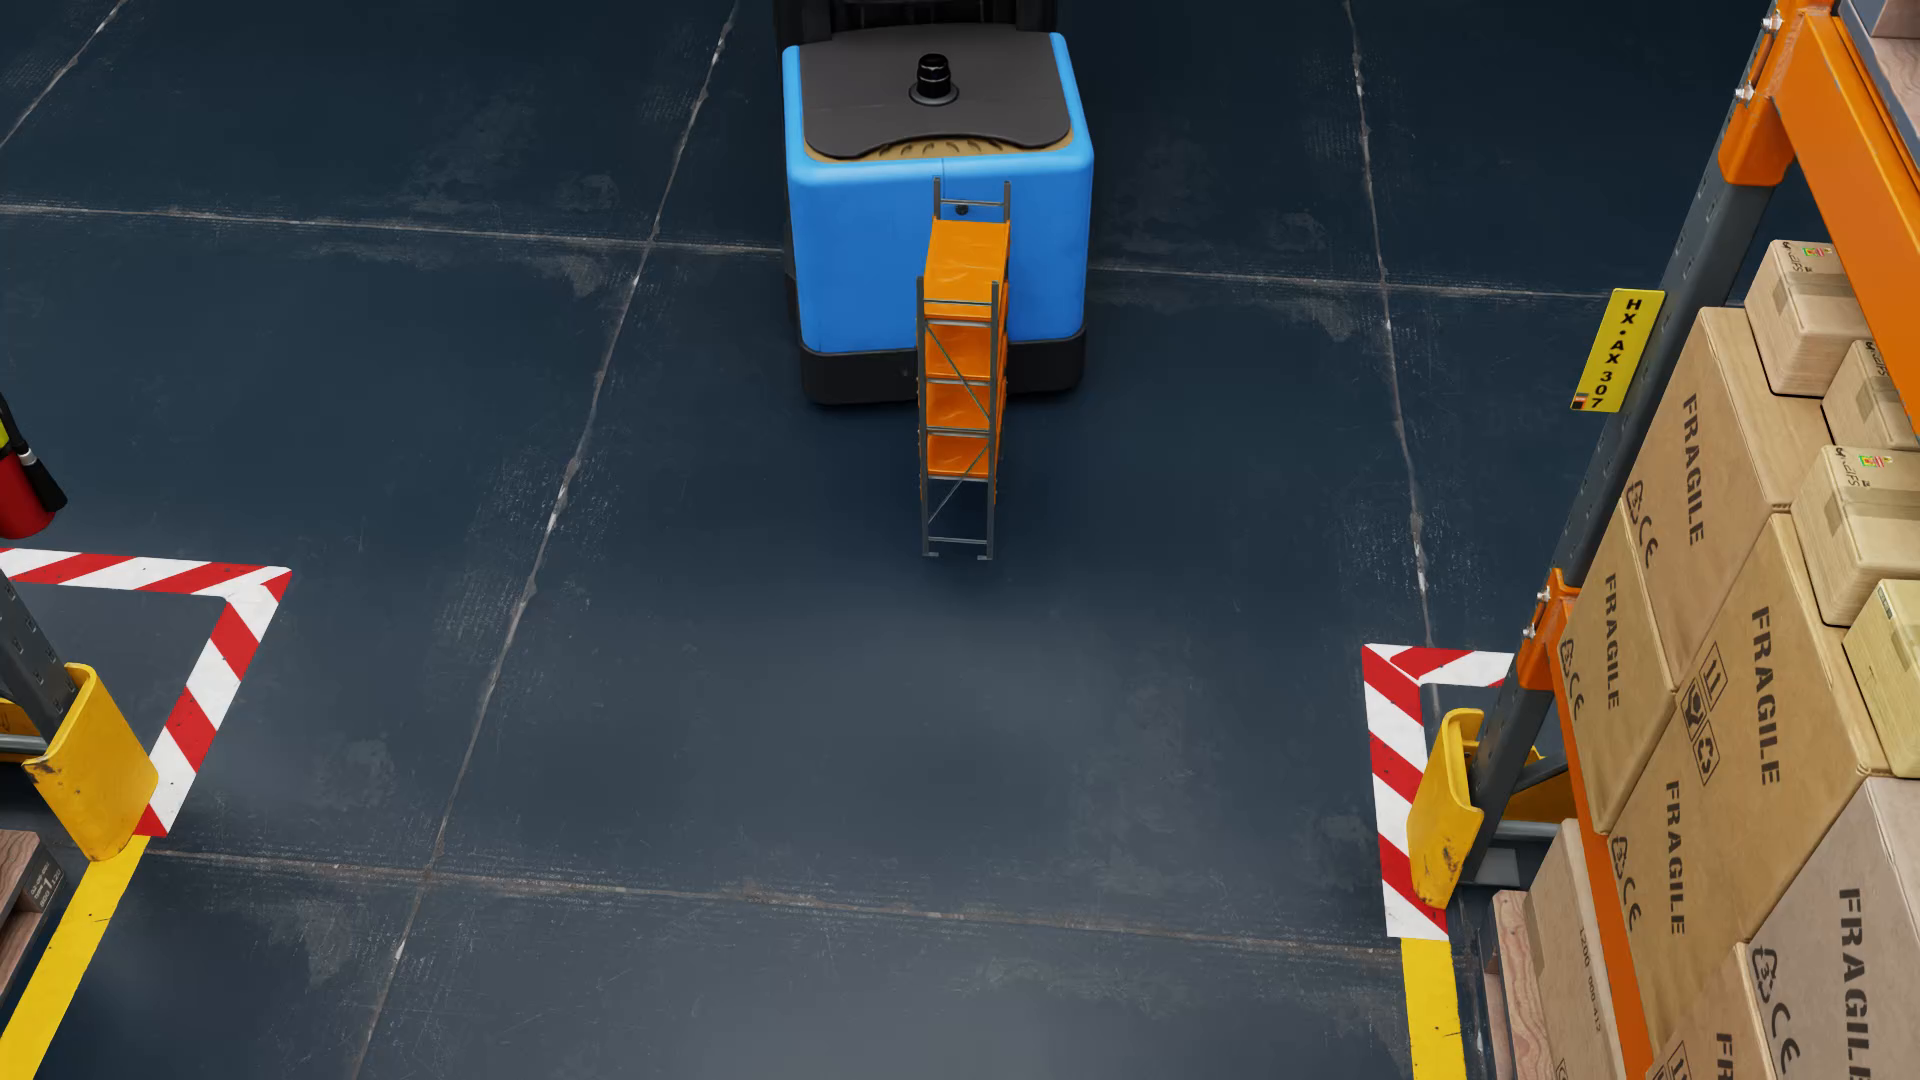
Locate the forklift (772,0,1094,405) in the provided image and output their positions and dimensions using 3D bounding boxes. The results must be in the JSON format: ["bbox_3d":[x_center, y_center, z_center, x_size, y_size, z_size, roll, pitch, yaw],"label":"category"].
[{"bbox_3d":[-0.194,-2.579,6.122,1.130,2.935,3.031,-4,48,-4],"label":"forklift"}]

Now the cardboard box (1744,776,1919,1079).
[{"bbox_3d":[1.499,0.695,2.336,0.500,0.500,0.500,4,48,3],"label":"cardboard box"}]

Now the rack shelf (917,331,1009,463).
[{"bbox_3d":[0.015,-0.481,5.468,0.258,0.148,0.480,4,48,4],"label":"rack shelf"}]

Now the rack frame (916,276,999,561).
[{"bbox_3d":[-0.007,-0.347,5.255,0.240,1.200,0.015,4,48,4],"label":"rack frame"}]

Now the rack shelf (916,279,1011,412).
[{"bbox_3d":[0.015,-0.632,5.303,0.258,0.148,0.480,4,48,4],"label":"rack shelf"}]

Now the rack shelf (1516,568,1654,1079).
[{"bbox_3d":[1.724,1.686,2.662,1.077,0.370,4.000,4,48,4],"label":"rack shelf"}]

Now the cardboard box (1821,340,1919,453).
[{"bbox_3d":[1.645,-0.177,2.694,0.380,0.149,0.250,5,48,4],"label":"cardboard box"}]

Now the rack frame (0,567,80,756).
[{"bbox_3d":[-3.033,-0.285,3.978,1.000,3.000,0.127,4,48,4],"label":"rack frame"}]

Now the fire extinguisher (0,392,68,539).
[{"bbox_3d":[-2.550,-0.287,4.285,0.296,0.674,0.183,4,48,4],"label":"fire extinguisher"}]

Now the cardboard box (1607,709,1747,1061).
[{"bbox_3d":[1.558,0.647,3.058,0.500,0.500,0.500,3,48,3],"label":"cardboard box"}]

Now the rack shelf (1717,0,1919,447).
[{"bbox_3d":[1.724,0.674,1.556,1.077,0.370,4.000,4,48,4],"label":"rack shelf"}]

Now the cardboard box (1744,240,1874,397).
[{"bbox_3d":[1.598,-0.374,2.874,0.380,0.149,0.250,5,48,4],"label":"cardboard box"}]

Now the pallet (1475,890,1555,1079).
[{"bbox_3d":[1.911,1.508,4.228,1.003,0.211,1.213,4,48,4],"label":"pallet"}]

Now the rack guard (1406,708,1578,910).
[{"bbox_3d":[1.908,0.800,4.680,1.175,0.500,0.348,4,48,4],"label":"rack guard"}]

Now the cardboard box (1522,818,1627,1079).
[{"bbox_3d":[1.945,1.188,4.082,0.875,0.438,0.875,2,48,2],"label":"cardboard box"}]

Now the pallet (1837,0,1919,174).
[{"bbox_3d":[1.849,-0.463,2.168,1.003,0.211,1.213,4,48,4],"label":"pallet"}]

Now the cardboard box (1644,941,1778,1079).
[{"bbox_3d":[1.494,1.020,2.717,0.500,0.500,0.500,4,48,3],"label":"cardboard box"}]

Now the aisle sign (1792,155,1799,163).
[{"bbox_3d":[1.624,-0.976,2.848,0.394,0.787,0.004,4,48,4],"label":"aisle sign"}]

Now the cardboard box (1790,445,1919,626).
[{"bbox_3d":[1.507,0.007,2.526,0.380,0.149,0.250,5,48,5],"label":"cardboard box"}]

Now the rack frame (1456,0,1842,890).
[{"bbox_3d":[1.906,-0.026,3.741,1.000,3.000,0.127,4,48,4],"label":"rack frame"}]

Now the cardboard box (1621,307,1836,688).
[{"bbox_3d":[1.579,-0.064,3.030,0.500,0.500,0.500,3,48,3],"label":"cardboard box"}]

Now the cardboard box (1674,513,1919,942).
[{"bbox_3d":[1.538,0.316,2.683,0.500,0.500,0.500,3,48,2],"label":"cardboard box"}]

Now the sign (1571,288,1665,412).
[{"bbox_3d":[1.354,-0.387,3.431,0.100,0.325,0.005,4,48,4],"label":"sign"}]

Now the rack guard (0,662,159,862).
[{"bbox_3d":[-3.040,0.615,4.849,1.175,0.500,0.348,4,48,4],"label":"rack guard"}]

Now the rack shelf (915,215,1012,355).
[{"bbox_3d":[0.015,-0.792,5.129,0.258,0.148,0.480,4,48,4],"label":"rack shelf"}]

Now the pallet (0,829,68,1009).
[{"bbox_3d":[-3.149,1.307,4.412,1.003,0.211,1.213,4,48,4],"label":"pallet"}]

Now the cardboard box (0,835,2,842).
[{"bbox_3d":[-2.797,0.842,4.393,0.380,0.149,0.250,3,48,2],"label":"cardboard box"}]

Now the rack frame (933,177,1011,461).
[{"bbox_3d":[0.037,-0.706,5.582,0.240,1.200,0.015,4,48,4],"label":"rack frame"}]

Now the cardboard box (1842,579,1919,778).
[{"bbox_3d":[1.501,0.201,2.348,0.380,0.149,0.250,2,48,2],"label":"cardboard box"}]

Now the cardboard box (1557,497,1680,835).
[{"bbox_3d":[1.576,0.273,3.399,0.500,0.500,0.500,4,48,3],"label":"cardboard box"}]

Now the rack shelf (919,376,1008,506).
[{"bbox_3d":[0.015,-0.347,5.615,0.258,0.148,0.480,4,48,4],"label":"rack shelf"}]

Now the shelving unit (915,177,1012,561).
[{"bbox_3d":[0.015,-0.527,5.419,0.258,1.200,0.503,4,48,4],"label":"shelving unit"}]
